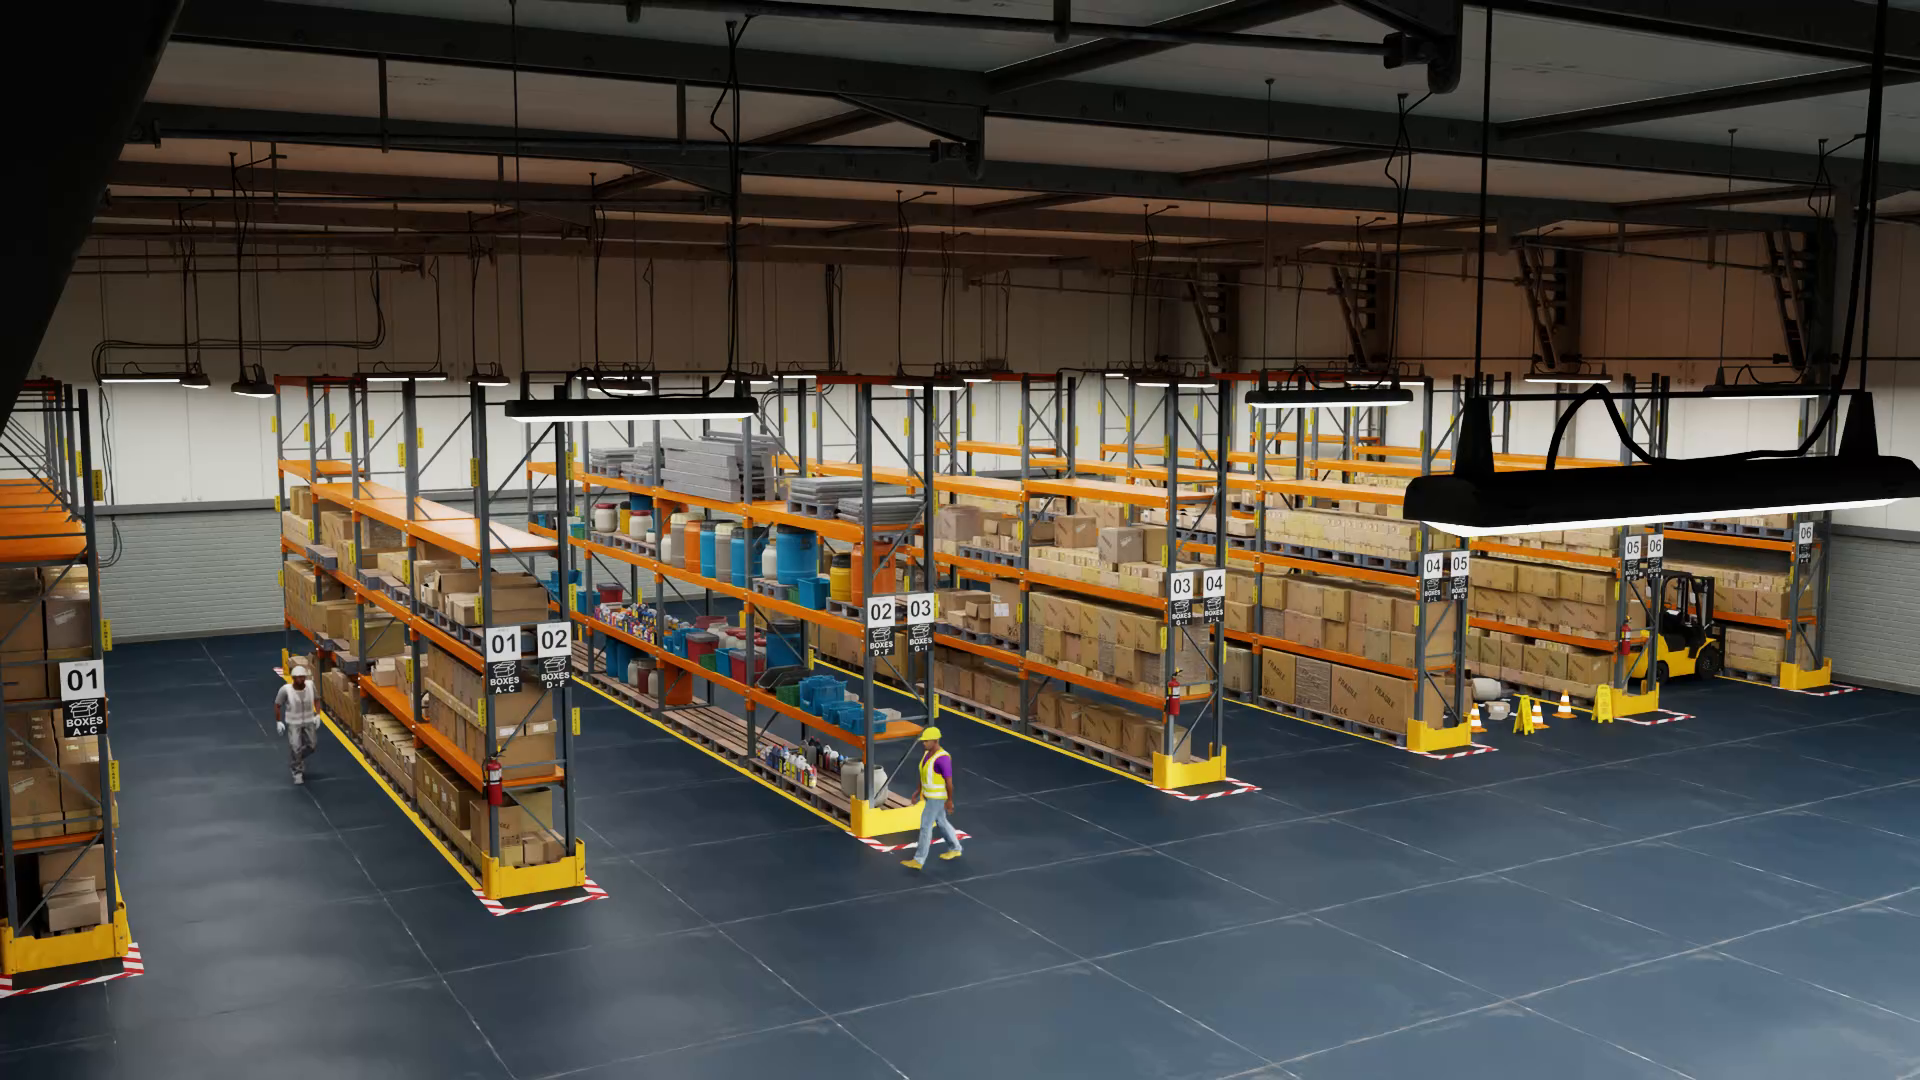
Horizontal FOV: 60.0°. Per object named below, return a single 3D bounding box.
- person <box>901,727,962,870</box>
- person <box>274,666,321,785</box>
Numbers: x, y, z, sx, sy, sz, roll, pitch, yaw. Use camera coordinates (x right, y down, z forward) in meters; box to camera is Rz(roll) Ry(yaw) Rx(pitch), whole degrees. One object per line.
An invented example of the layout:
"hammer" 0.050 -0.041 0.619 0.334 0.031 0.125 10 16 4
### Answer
"person" -0.373 3.199 20.785 0.908 1.742 0.568 -2 7 -19
"person" -9.947 2.736 24.950 0.647 1.763 0.689 -5 8 -41
